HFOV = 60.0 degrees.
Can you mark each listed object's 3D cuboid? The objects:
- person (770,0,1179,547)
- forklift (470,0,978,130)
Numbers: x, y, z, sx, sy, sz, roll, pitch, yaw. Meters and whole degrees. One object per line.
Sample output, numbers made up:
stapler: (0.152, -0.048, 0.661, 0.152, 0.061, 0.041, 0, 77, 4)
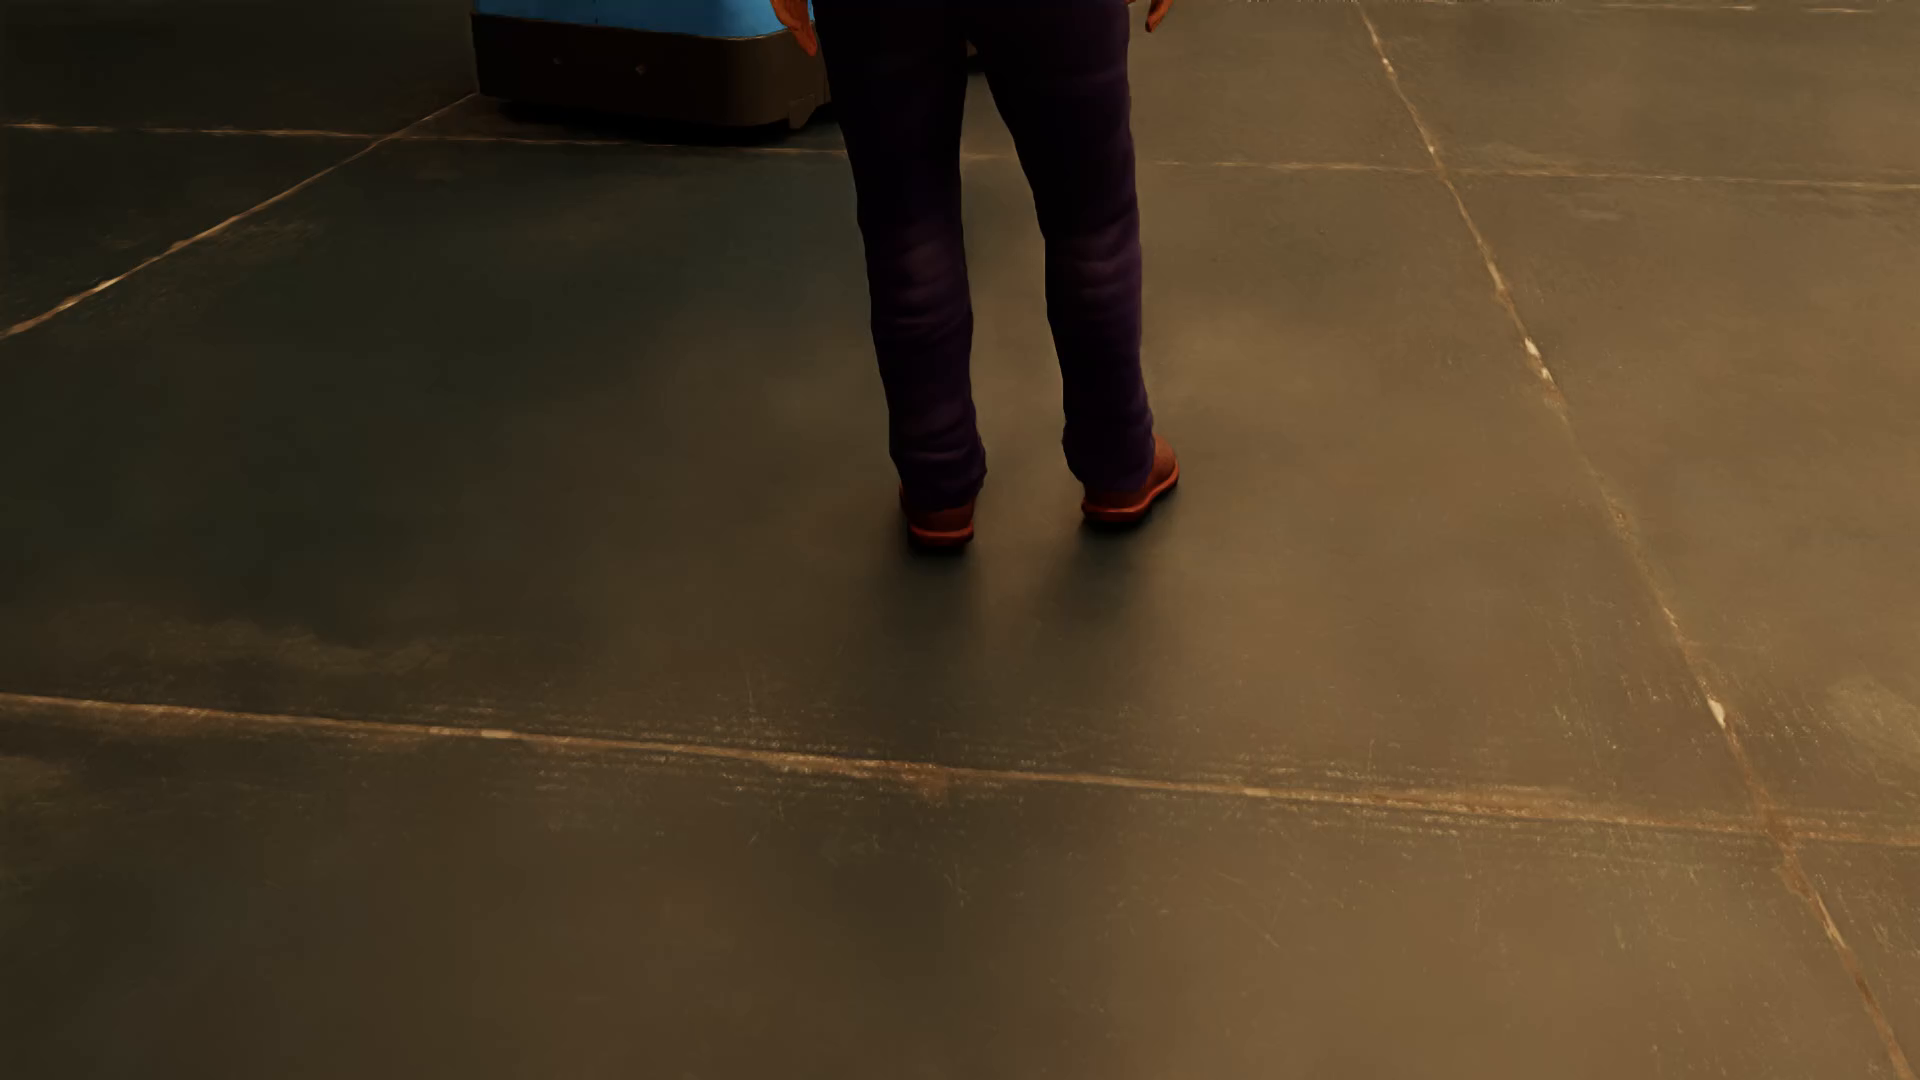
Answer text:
person: (0.034, -0.782, 2.206, 0.599, 1.650, 0.502, 3, 27, 7)
forklift: (-0.340, -3.096, 5.423, 1.130, 2.935, 3.031, 13, 29, 24)
